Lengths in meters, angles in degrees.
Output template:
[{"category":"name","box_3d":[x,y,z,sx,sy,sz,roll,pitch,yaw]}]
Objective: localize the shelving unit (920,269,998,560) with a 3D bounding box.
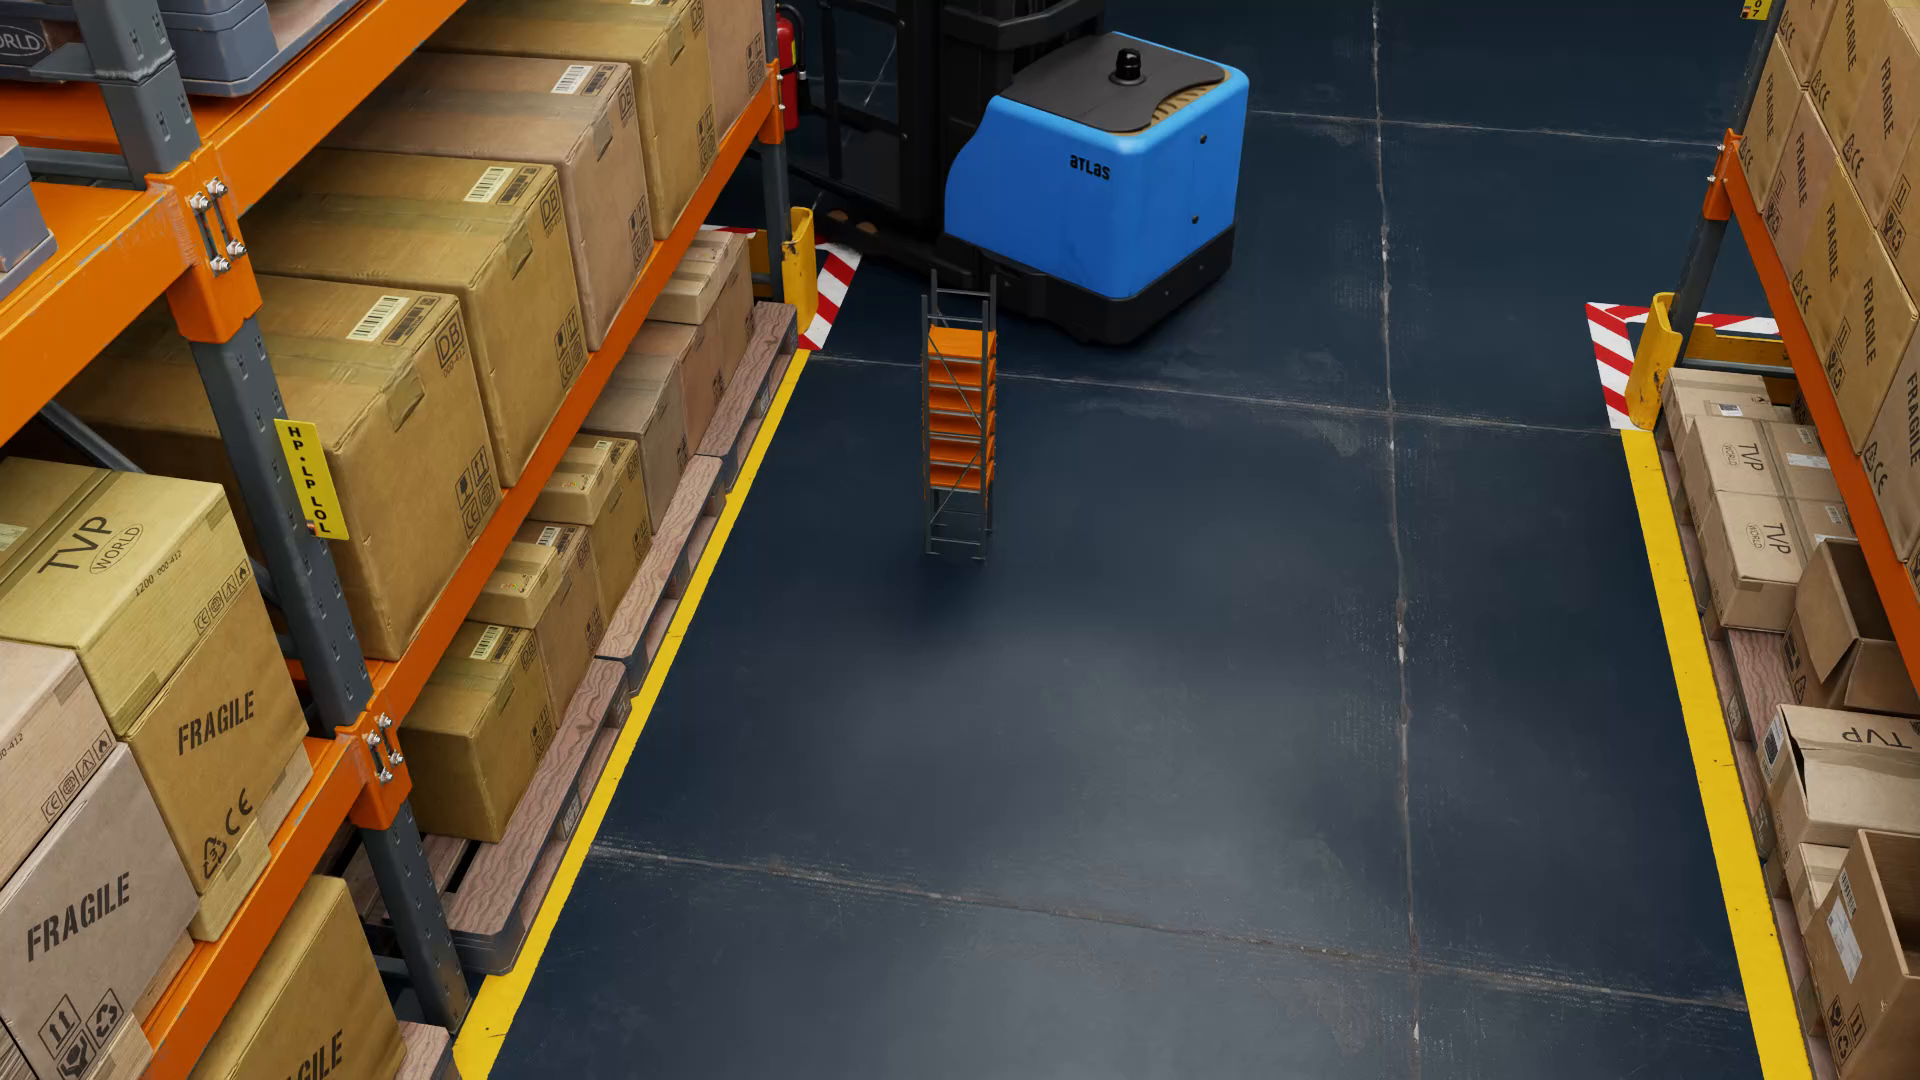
[{"category":"shelving unit","box_3d":[-0.002,-0.453,6.357,0.258,1.200,0.189,6,40,8]}]

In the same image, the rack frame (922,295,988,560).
[{"category":"rack frame","box_3d":[-0.018,-0.396,6.287,0.240,1.200,0.006,6,40,8]}]

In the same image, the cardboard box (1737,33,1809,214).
[{"category":"cardboard box","box_3d":[3.252,-1.525,6.162,0.500,0.500,0.500,7,40,9]}]

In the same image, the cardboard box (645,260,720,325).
[{"category":"cardboard box","box_3d":[-1.200,-1.017,6.749,0.380,0.149,0.250,7,40,9]}]

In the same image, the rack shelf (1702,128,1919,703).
[{"category":"rack shelf","box_3d":[3.242,-0.204,5.207,1.077,0.370,4.000,6,40,8]}]

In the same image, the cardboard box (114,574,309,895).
[{"category":"cardboard box","box_3d":[-1.815,0.387,3.600,0.500,0.500,0.500,6,40,7]}]

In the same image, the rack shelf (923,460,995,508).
[{"category":"rack shelf","box_3d":[-0.002,-0.234,6.538,0.258,0.103,0.180,6,40,8]}]

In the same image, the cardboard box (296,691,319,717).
[{"category":"cardboard box","box_3d":[-1.974,0.393,5.044,0.380,0.149,0.250,6,40,7]}]

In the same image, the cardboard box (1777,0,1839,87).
[{"category":"cardboard box","box_3d":[3.252,-1.911,5.844,0.500,0.500,0.500,8,40,9]}]

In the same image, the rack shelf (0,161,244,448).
[{"category":"rack shelf","box_3d":[-2.329,0.607,1.873,1.077,0.370,4.000,6,40,8]}]

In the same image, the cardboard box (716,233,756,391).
[{"category":"cardboard box","box_3d":[-1.314,-1.028,7.272,0.700,0.500,0.500,6,40,8]}]

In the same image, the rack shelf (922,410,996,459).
[{"category":"rack shelf","box_3d":[-0.002,-0.419,6.385,0.258,0.103,0.180,6,40,8]}]

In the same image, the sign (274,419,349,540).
[{"category":"sign","box_3d":[-1.447,-0.132,3.709,0.100,0.325,0.005,6,40,8]}]

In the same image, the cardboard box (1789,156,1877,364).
[{"category":"cardboard box","box_3d":[3.078,-0.886,5.389,0.500,0.500,0.500,6,40,8]}]

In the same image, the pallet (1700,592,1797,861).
[{"category":"pallet","box_3d":[3.225,0.650,5.798,1.003,0.211,1.213,6,40,8]}]

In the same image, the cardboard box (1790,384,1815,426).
[{"category":"cardboard box","box_3d":[3.737,-0.574,6.707,0.500,0.500,0.500,6,40,8]}]

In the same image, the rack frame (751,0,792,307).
[{"category":"rack frame","box_3d":[-1.291,-2.280,7.154,1.000,3.000,0.127,6,40,8]}]

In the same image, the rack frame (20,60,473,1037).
[{"category":"rack frame","box_3d":[-1.983,0.230,4.117,1.000,3.000,0.127,6,40,8]}]

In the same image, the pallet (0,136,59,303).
[{"category":"pallet","box_3d":[-2.093,-0.271,2.520,0.805,0.209,1.217,5,40,6]}]

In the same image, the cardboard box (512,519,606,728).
[{"category":"cardboard box","box_3d":[-1.663,0.259,5.715,0.700,0.500,0.500,6,40,7]}]

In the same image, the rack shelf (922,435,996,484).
[{"category":"rack shelf","box_3d":[-0.002,-0.327,6.461,0.258,0.103,0.180,6,40,8]}]

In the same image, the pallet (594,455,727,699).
[{"category":"pallet","box_3d":[-1.566,0.069,6.501,1.003,0.211,1.213,6,40,8]}]

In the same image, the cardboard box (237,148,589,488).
[{"category":"cardboard box","box_3d":[-1.742,-0.681,4.985,0.980,0.700,0.700,5,40,7]}]

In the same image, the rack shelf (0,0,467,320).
[{"category":"rack shelf","box_3d":[-1.637,-1.904,4.909,1.077,0.370,4.000,6,40,8]}]

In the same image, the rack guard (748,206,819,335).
[{"category":"rack guard","box_3d":[-1.287,-1.332,7.968,1.175,0.500,0.348,6,40,8]}]

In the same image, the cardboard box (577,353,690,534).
[{"category":"cardboard box","box_3d":[-1.487,-0.398,6.510,0.700,0.500,0.500,5,40,6]}]

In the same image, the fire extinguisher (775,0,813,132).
[{"category":"fire extinguisher","box_3d":[-0.810,-2.150,7.350,0.296,0.674,0.183,6,40,8]}]

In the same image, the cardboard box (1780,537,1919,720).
[{"category":"cardboard box","box_3d":[3.216,0.387,5.542,0.797,0.503,0.637,6,40,8]}]

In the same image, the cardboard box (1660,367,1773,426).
[{"category":"cardboard box","box_3d":[3.178,-0.582,6.992,0.380,0.149,0.250,6,40,8]}]

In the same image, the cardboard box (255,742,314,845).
[{"category":"cardboard box","box_3d":[-1.763,0.563,3.897,0.380,0.149,0.250,7,40,8]}]

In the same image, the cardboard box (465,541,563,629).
[{"category":"cardboard box","box_3d":[-1.514,0.129,5.363,0.380,0.149,0.250,8,40,9]}]

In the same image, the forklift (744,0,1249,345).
[{"category":"forklift","box_3d":[-0.108,-2.820,7.860,3.031,2.935,1.130,27,47,29]}]

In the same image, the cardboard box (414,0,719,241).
[{"category":"cardboard box","box_3d":[-1.484,-1.617,6.116,0.980,0.700,0.700,6,40,7]}]

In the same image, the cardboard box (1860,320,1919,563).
[{"category":"cardboard box","box_3d":[2.905,-0.253,4.623,0.500,0.500,0.500,7,40,9]}]

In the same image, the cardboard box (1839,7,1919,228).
[{"category":"cardboard box","box_3d":[3.078,-1.268,5.067,0.500,0.500,0.500,7,40,8]}]

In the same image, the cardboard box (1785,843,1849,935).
[{"category":"cardboard box","box_3d":[2.721,1.073,4.991,0.380,0.149,0.250,6,40,8]}]

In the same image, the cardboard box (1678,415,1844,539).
[{"category":"cardboard box","box_3d":[3.129,-0.222,6.477,0.500,0.250,0.500,6,40,8]}]

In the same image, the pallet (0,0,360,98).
[{"category":"pallet","box_3d":[-1.831,-1.404,3.809,1.003,0.211,1.213,6,40,8]}]

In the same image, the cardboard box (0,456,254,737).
[{"category":"cardboard box","box_3d":[-1.812,0.102,3.357,0.500,0.250,0.500,7,40,9]}]

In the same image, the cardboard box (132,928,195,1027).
[{"category":"cardboard box","box_3d":[-1.873,0.881,3.511,0.380,0.149,0.250,8,40,9]}]
